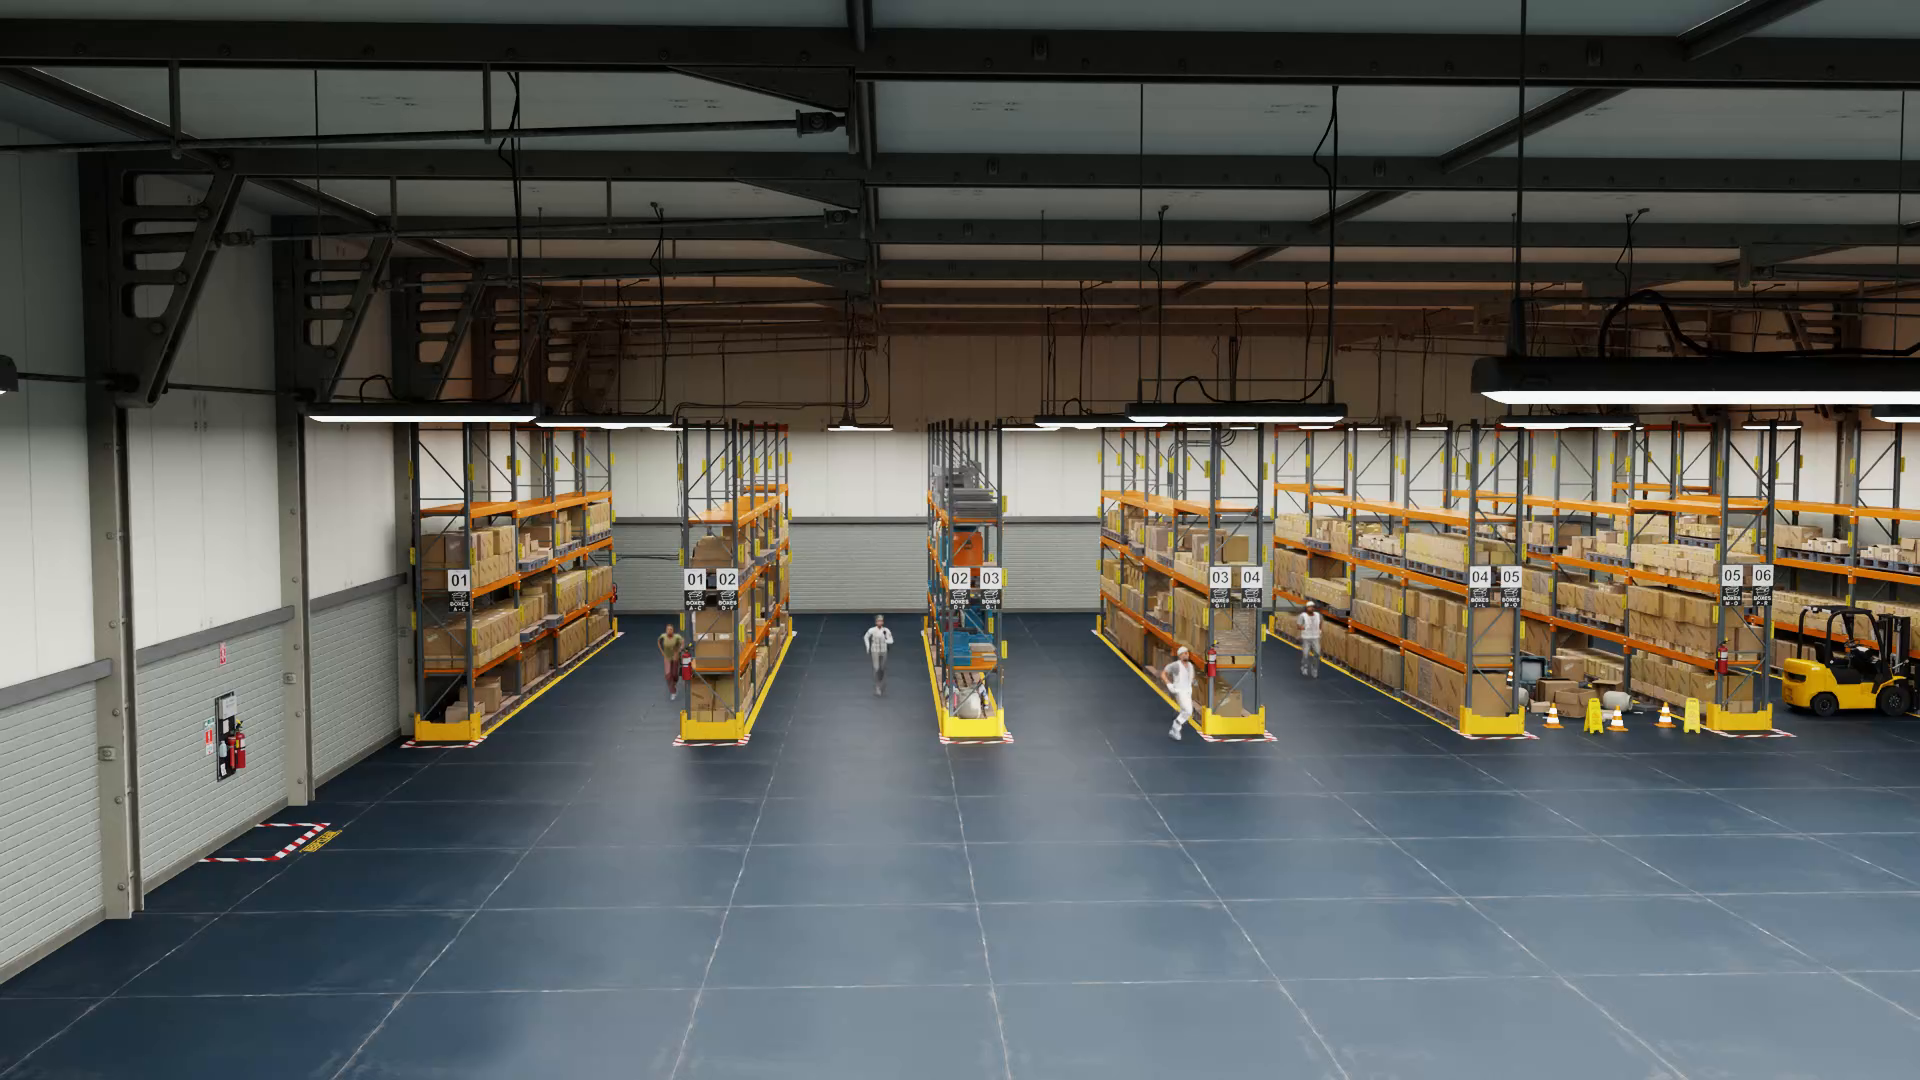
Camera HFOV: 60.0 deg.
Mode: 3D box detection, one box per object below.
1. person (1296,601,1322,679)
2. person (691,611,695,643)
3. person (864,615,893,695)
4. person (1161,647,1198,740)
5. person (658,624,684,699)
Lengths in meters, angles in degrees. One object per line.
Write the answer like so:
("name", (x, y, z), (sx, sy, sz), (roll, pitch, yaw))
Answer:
("person", (8.203, 2.345, 38.946), (0.677, 1.837, 0.752), (0, 4, -3))
("person", (-6.668, 2.128, 42.564), (0.729, 1.787, 0.837), (0, 4, -2))
("person", (-1.779, 2.514, 36.739), (0.592, 1.725, 0.826), (-1, 4, -14))
("person", (4.167, 2.854, 30.968), (0.673, 1.733, 0.611), (-4, 5, -45))
("person", (-6.284, 2.619, 36.258), (0.584, 1.659, 0.884), (0, 4, -1))
